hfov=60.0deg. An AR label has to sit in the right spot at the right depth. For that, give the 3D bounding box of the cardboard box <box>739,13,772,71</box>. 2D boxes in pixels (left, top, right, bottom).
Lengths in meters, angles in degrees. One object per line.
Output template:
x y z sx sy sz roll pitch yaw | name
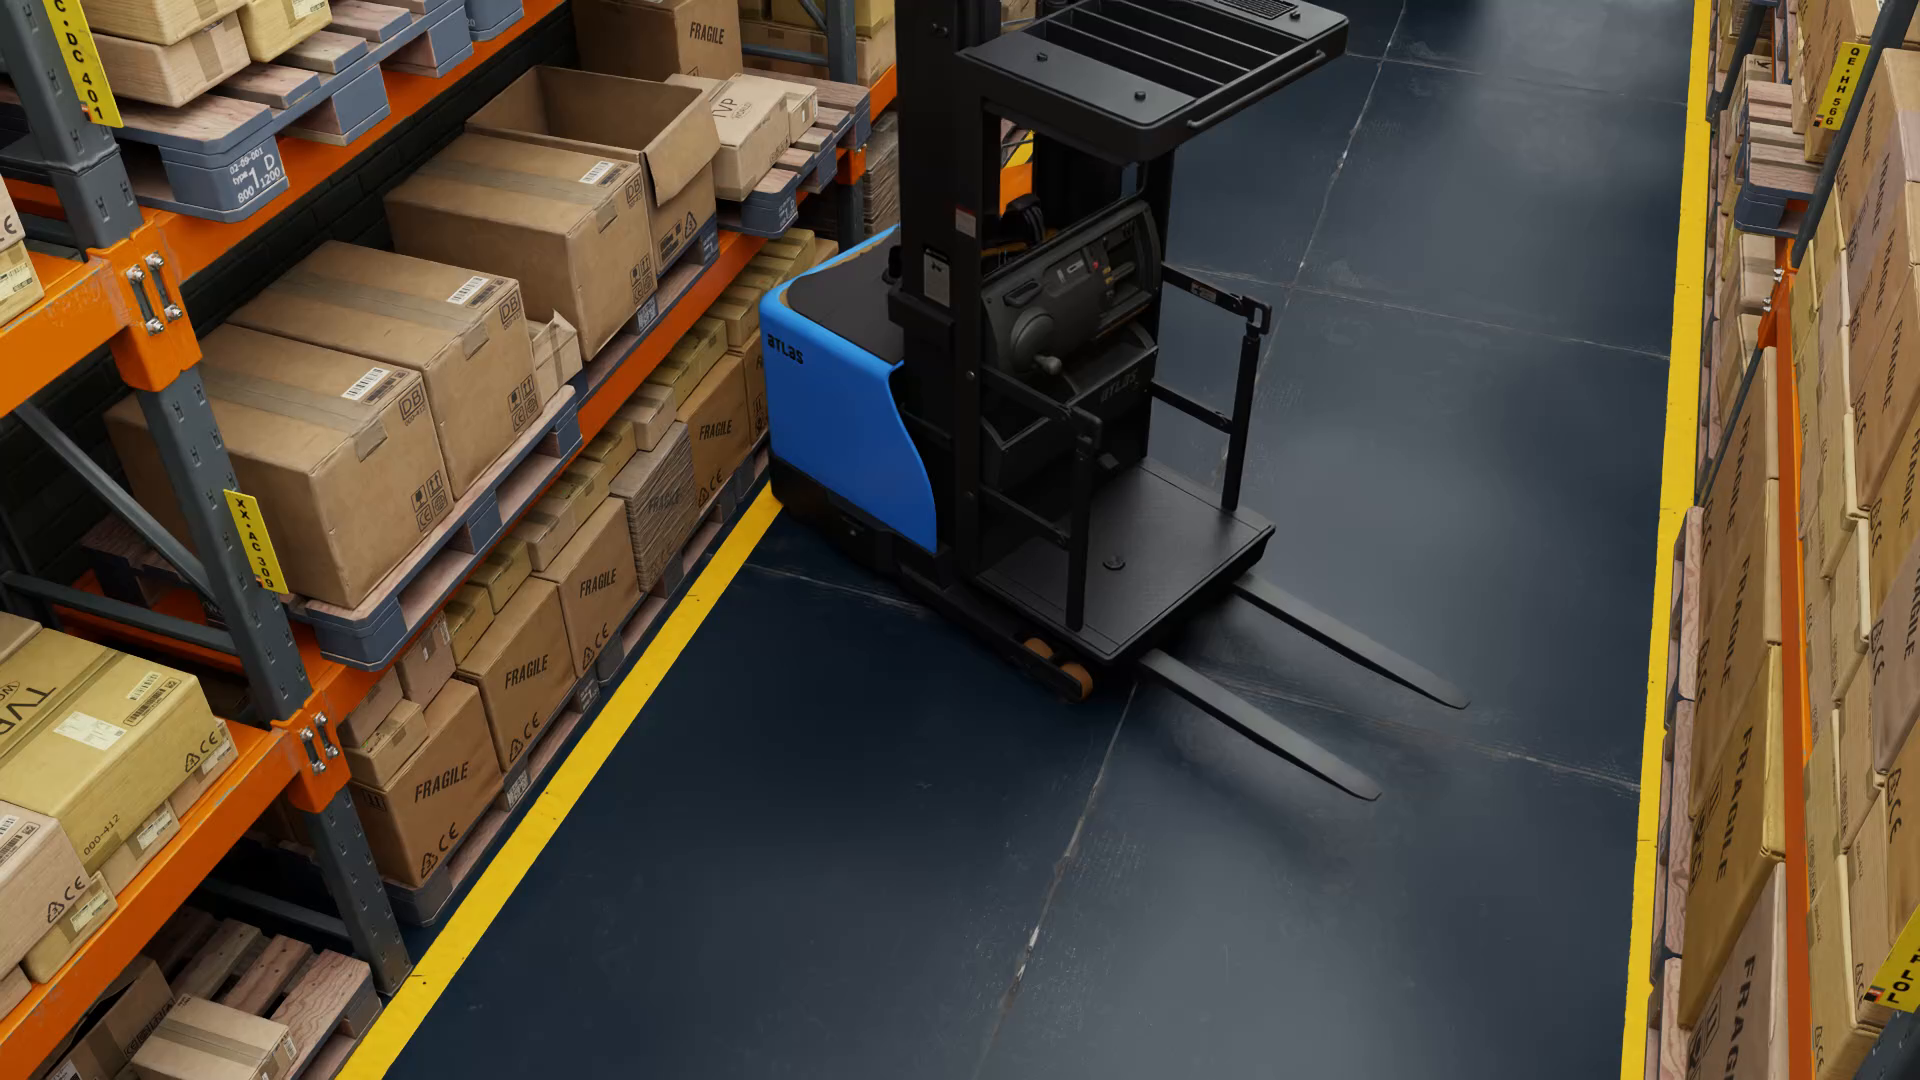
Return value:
-1.037 -2.492 7.976 0.500 0.250 0.500 12 42 14 | cardboard box

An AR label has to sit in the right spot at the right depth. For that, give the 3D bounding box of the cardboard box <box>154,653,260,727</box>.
-2.463 0.477 5.482 0.380 0.149 0.250 12 42 13 | cardboard box

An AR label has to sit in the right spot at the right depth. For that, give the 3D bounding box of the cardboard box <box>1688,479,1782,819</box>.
3.092 0.475 5.695 0.875 0.875 0.875 14 42 16 | cardboard box

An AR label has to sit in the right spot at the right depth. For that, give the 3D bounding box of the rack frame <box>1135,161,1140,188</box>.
0.621 -1.388 7.721 0.500 1.500 0.032 -16 43 -18 | rack frame

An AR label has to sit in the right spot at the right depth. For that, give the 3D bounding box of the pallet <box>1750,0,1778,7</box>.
4.685 -3.052 8.664 1.003 0.211 1.213 13 42 15 | pallet

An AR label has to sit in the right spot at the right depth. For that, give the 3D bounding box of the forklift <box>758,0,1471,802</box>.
0.577 -0.860 6.000 3.031 2.935 1.130 31 50 31 | forklift

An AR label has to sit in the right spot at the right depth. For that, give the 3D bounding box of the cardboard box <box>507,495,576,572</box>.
-1.645 -0.054 6.104 0.380 0.149 0.250 13 42 15 | cardboard box

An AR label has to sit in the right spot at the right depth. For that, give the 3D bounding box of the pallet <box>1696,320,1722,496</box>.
3.984 -0.535 7.714 1.003 0.211 1.213 13 42 15 | pallet

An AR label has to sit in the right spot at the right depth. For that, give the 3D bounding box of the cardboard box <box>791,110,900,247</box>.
-0.724 -1.852 8.616 0.875 0.625 0.625 15 43 16 | cardboard box

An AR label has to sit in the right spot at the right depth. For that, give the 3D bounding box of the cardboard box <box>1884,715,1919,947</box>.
2.264 0.574 3.419 0.500 0.500 0.500 15 43 16 | cardboard box

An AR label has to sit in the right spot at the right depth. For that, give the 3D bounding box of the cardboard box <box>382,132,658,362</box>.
-1.497 -1.017 5.730 0.700 0.500 0.500 13 42 15 | cardboard box

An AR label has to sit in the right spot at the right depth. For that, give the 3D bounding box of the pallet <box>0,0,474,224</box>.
-2.029 -1.231 4.215 1.213 0.211 1.003 13 42 15 | pallet

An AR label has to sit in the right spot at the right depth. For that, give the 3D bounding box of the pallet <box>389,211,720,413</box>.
-1.611 -0.958 6.210 1.003 0.211 1.213 13 42 15 | pallet

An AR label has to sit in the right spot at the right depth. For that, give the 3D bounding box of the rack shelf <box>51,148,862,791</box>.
-1.634 -0.725 6.343 1.077 0.370 4.000 13 42 15 | rack shelf

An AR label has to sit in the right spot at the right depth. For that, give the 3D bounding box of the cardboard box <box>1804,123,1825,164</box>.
3.630 -1.615 6.702 0.380 0.149 0.250 14 42 16 | cardboard box

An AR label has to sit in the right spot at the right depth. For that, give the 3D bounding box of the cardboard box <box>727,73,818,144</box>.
-0.814 -1.797 6.915 0.380 0.149 0.250 14 42 16 | cardboard box

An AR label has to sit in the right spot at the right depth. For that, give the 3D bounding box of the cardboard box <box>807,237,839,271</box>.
-0.893 -1.122 7.856 0.500 0.500 0.500 14 43 16 | cardboard box

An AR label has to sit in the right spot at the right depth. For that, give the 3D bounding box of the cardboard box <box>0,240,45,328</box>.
-2.164 -0.540 3.454 0.380 0.149 0.250 13 42 15 | cardboard box

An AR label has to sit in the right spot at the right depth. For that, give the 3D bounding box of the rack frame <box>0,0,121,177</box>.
-2.318 -2.061 2.733 1.000 3.000 0.127 13 42 15 | rack frame

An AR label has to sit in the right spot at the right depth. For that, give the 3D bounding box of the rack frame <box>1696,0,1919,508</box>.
3.715 -1.119 6.251 1.000 3.000 0.127 13 42 15 | rack frame

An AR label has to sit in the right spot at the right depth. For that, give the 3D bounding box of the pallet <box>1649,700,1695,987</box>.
2.956 1.147 5.743 1.003 0.211 1.213 13 42 15 | pallet

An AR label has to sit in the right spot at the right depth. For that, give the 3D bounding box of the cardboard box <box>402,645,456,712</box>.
-1.923 0.420 5.550 0.380 0.149 0.250 12 42 14 | cardboard box

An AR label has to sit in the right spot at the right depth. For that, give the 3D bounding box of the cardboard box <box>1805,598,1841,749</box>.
2.630 0.434 4.546 0.500 0.250 0.500 12 42 14 | cardboard box

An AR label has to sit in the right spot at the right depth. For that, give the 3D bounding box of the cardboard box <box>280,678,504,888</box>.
-1.941 0.767 5.642 0.500 0.500 0.500 15 43 17 | cardboard box

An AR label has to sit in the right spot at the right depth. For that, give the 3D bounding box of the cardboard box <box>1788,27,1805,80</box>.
3.849 -2.101 7.272 0.380 0.149 0.250 14 42 16 | cardboard box

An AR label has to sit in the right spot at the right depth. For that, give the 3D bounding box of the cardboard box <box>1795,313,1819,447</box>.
3.153 -0.502 5.643 0.500 0.250 0.500 12 42 14 | cardboard box

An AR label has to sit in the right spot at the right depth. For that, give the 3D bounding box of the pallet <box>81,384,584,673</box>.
-1.942 -0.169 5.285 1.003 0.211 1.213 13 42 15 | pallet

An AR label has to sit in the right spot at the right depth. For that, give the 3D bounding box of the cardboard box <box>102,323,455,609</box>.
-1.943 -0.222 4.799 0.700 0.500 0.500 14 43 16 | cardboard box

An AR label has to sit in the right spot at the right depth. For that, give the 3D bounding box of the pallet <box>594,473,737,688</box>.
-1.660 0.031 7.051 1.003 0.211 1.213 13 42 15 | pallet

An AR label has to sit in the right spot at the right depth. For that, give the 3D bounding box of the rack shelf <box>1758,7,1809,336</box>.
4.399 -2.065 7.914 1.077 0.370 4.000 13 42 15 | rack shelf

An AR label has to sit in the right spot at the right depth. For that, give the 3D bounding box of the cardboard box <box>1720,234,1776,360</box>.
4.163 -1.074 7.898 0.950 0.372 0.625 13 42 14 | cardboard box

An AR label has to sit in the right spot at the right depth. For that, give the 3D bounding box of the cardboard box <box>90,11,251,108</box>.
-1.842 -1.116 3.729 0.380 0.149 0.250 14 42 16 | cardboard box

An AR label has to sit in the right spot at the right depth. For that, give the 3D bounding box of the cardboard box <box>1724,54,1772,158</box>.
4.906 -2.399 9.451 0.950 0.372 0.625 14 42 16 | cardboard box

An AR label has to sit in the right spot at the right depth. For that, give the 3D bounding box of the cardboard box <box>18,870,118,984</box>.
-2.325 0.895 4.084 0.380 0.149 0.250 14 43 16 | cardboard box

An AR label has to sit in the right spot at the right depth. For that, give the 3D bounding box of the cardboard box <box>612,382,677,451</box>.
-1.361 -0.514 6.644 0.380 0.149 0.250 11 42 13 | cardboard box

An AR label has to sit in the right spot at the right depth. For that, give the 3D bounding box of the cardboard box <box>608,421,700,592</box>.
-1.410 -0.178 6.750 0.500 0.500 0.500 12 42 14 | cardboard box

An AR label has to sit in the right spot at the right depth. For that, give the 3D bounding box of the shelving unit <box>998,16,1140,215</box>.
0.417 -1.683 8.068 0.587 1.500 1.083 -16 43 -18 | shelving unit

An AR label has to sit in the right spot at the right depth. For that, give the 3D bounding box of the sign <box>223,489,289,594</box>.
-1.806 0.008 4.263 0.100 0.325 0.005 13 42 15 | sign

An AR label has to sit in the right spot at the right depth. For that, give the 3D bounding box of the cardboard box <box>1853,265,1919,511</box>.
2.789 -0.367 4.522 0.500 0.500 0.500 14 42 16 | cardboard box

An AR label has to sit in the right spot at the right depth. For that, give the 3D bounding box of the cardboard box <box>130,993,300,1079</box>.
-2.233 1.551 4.994 0.380 0.149 0.250 12 42 14 | cardboard box

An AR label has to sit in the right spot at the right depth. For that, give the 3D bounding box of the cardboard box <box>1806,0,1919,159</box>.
3.610 -1.769 6.383 0.500 0.500 0.500 12 42 14 | cardboard box

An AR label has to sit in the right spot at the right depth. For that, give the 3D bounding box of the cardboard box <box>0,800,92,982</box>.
-2.420 0.839 3.842 0.500 0.250 0.500 13 42 15 | cardboard box

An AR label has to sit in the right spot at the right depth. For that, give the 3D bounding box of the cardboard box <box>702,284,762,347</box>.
-1.077 -0.993 7.205 0.380 0.149 0.250 12 42 14 | cardboard box

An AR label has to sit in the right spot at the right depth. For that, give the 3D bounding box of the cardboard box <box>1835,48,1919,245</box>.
3.317 -1.291 5.605 0.500 0.500 0.500 12 42 14 | cardboard box

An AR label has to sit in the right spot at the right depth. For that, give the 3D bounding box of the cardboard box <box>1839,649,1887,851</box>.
2.434 0.558 4.015 0.500 0.250 0.500 14 43 16 | cardboard box

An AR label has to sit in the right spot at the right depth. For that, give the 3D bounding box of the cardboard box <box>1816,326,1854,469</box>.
2.950 -0.382 5.117 0.500 0.250 0.500 13 42 15 | cardboard box
